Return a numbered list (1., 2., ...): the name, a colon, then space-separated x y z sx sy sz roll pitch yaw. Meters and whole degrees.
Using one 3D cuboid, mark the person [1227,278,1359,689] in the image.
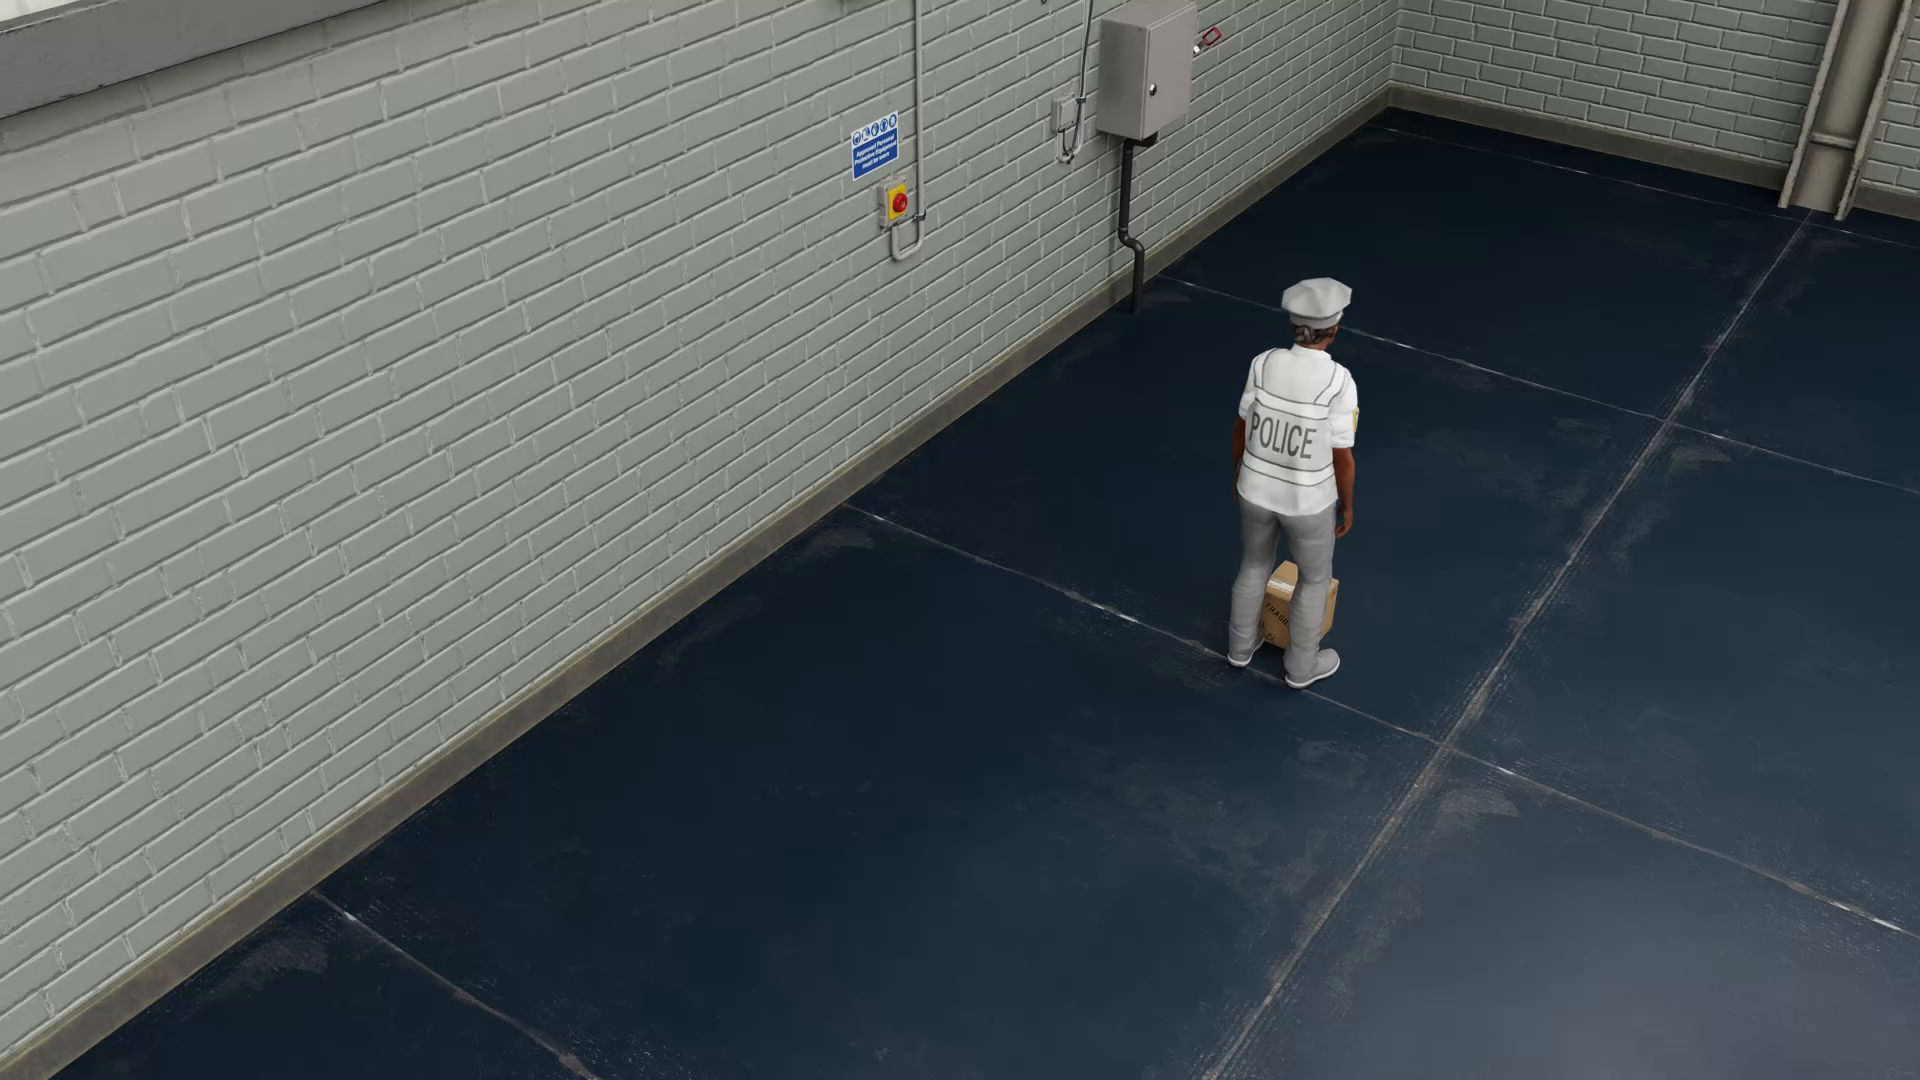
1. person: 1.282 -0.180 6.406 0.515 1.657 0.400 21 40 27
